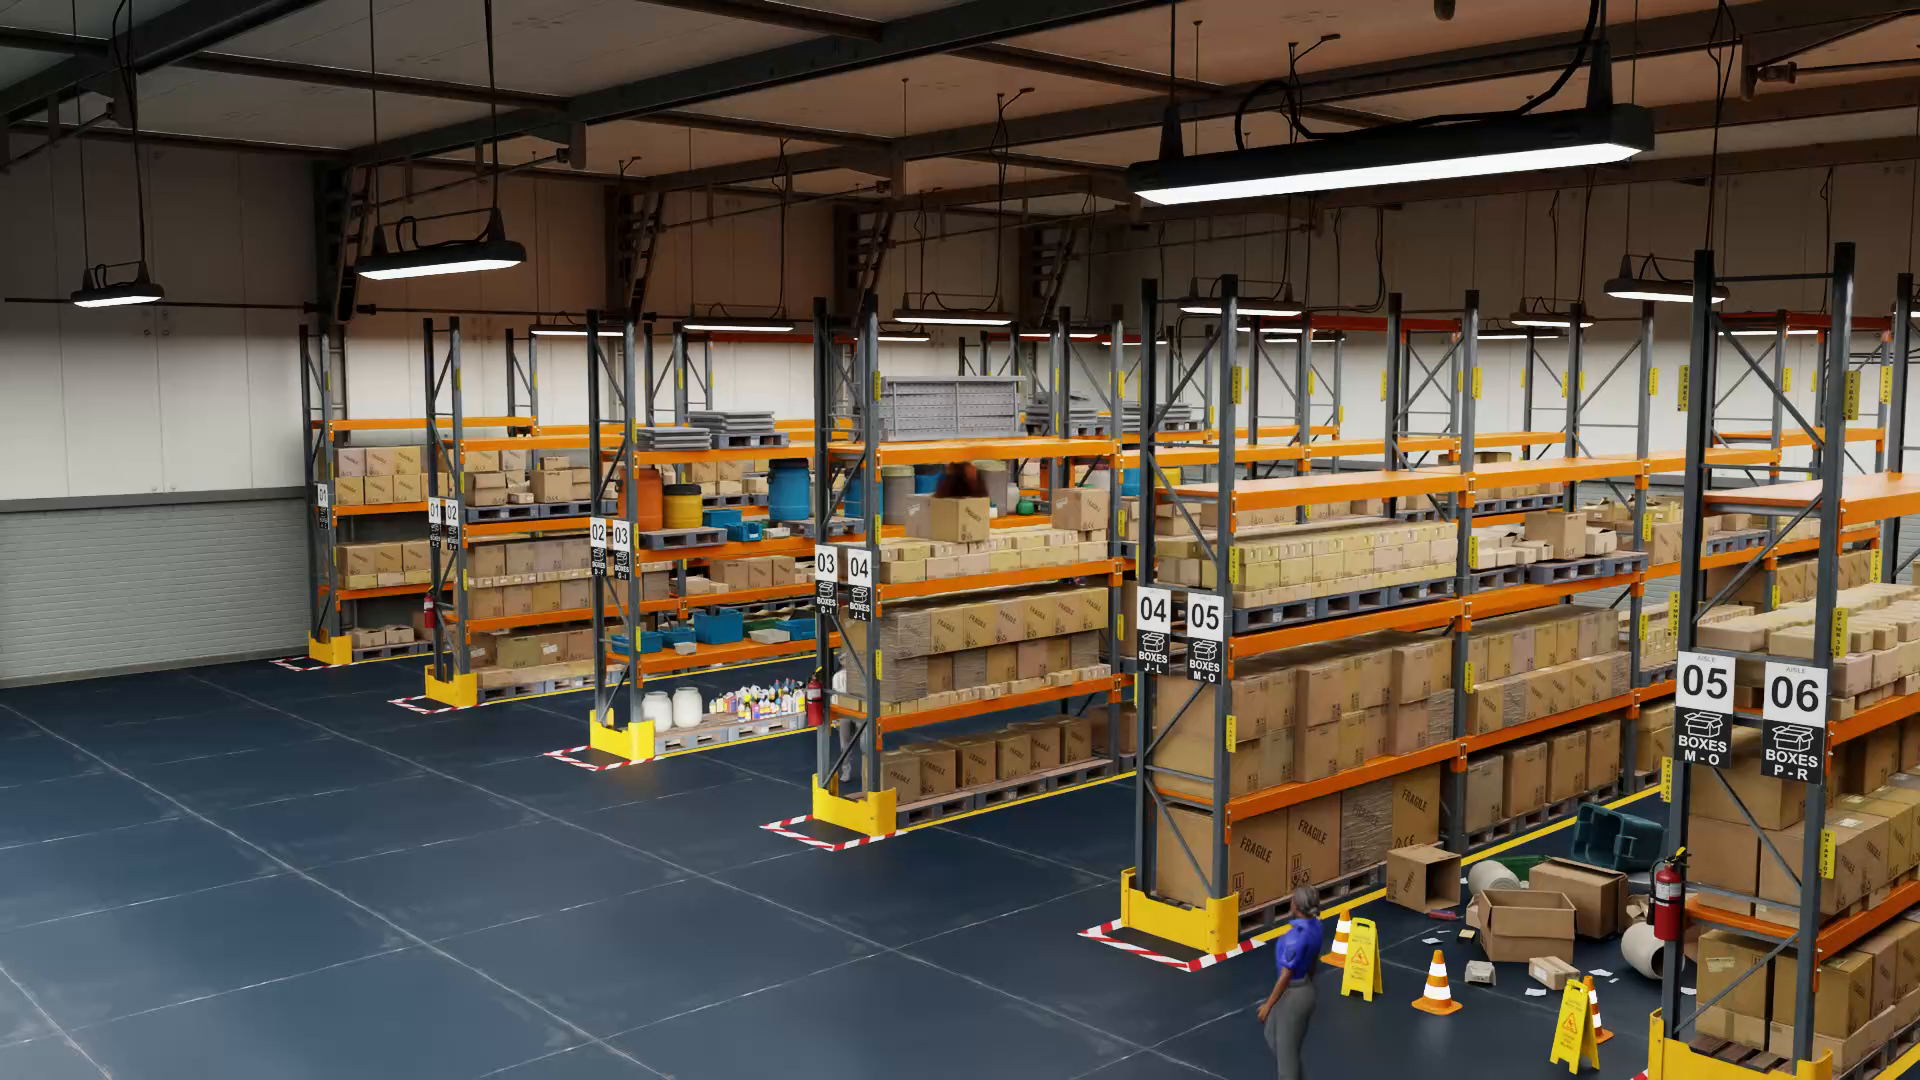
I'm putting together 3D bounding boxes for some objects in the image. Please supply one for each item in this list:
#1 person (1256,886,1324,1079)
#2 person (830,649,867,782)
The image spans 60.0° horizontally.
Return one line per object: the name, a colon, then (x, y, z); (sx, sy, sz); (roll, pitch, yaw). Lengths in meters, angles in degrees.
person: (2.277, 3.204, 11.532); (0.449, 1.686, 0.482); (2, 6, 15)
person: (-1.368, 2.202, 21.103); (0.548, 1.687, 0.483); (1, 6, 6)
